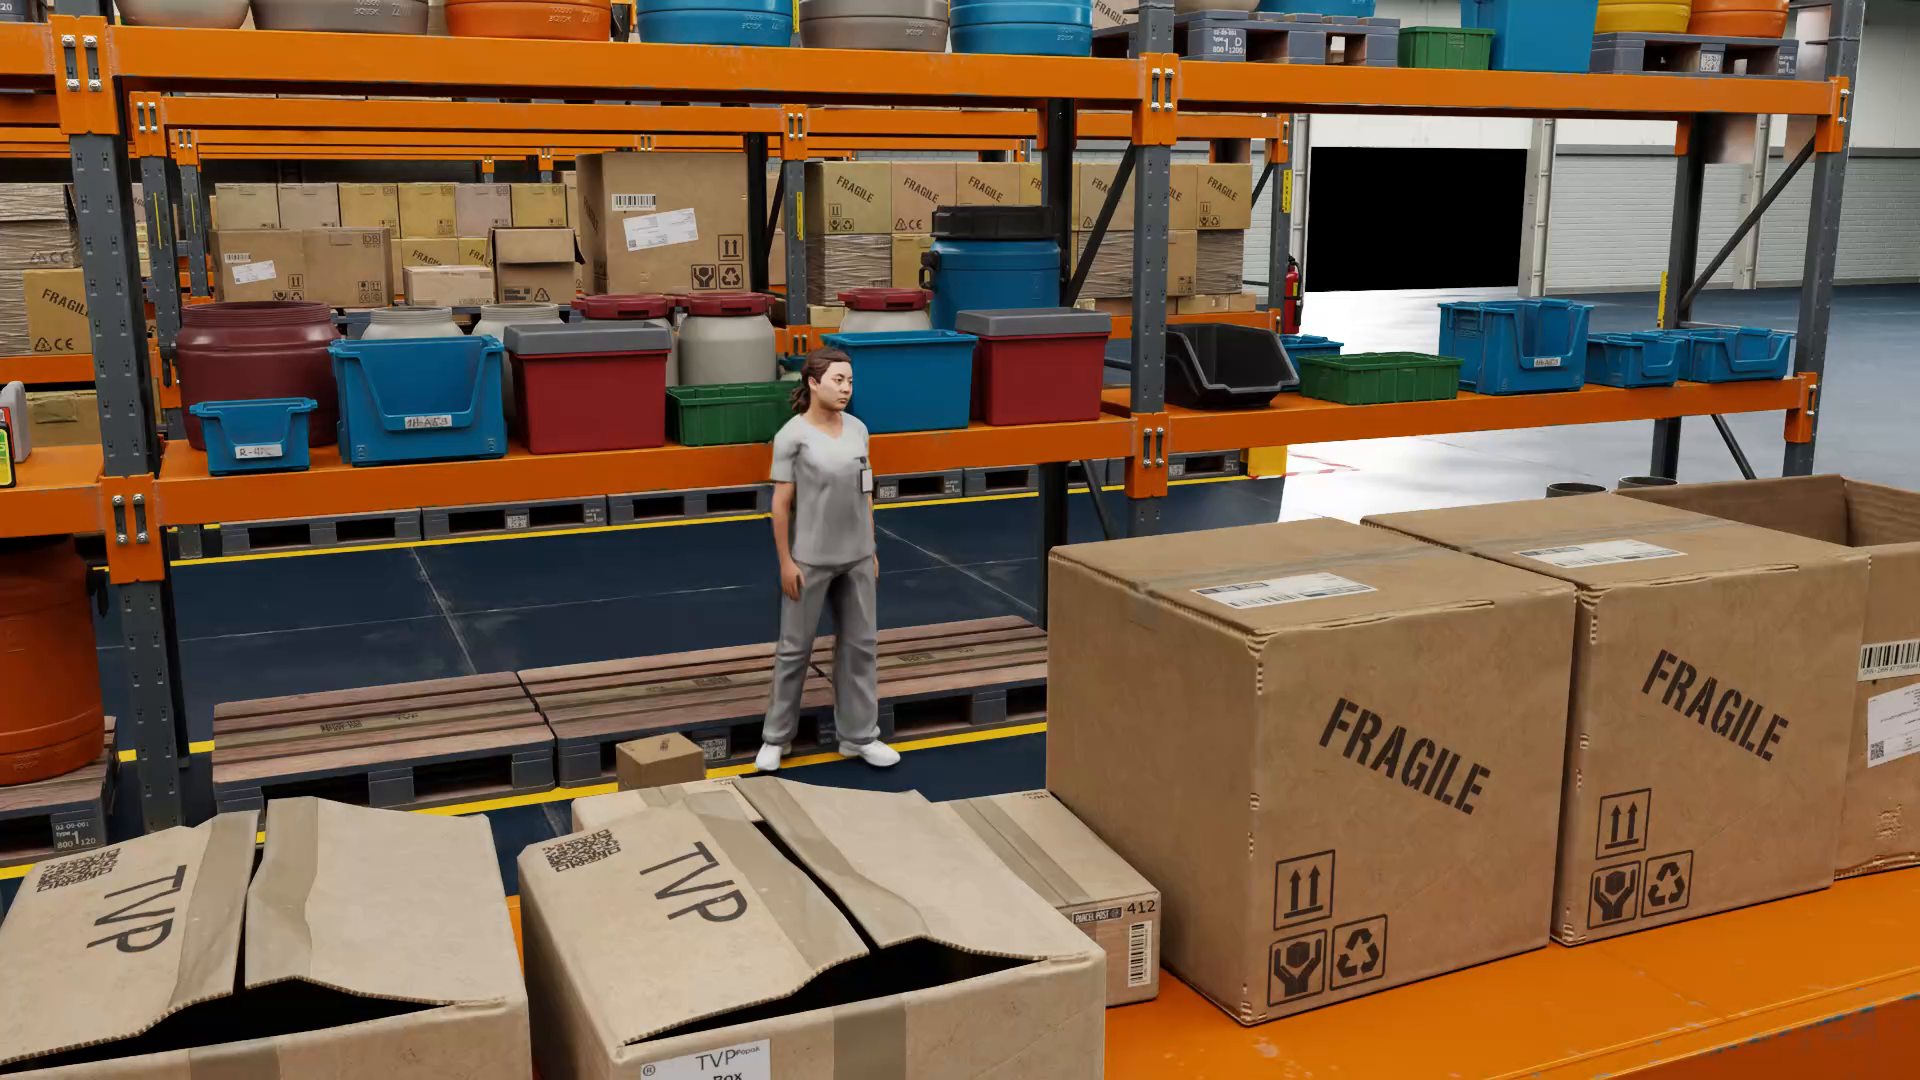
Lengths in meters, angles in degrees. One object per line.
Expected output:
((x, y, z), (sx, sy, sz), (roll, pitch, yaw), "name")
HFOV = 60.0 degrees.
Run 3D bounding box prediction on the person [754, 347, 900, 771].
((-0.567, 0.083, 6.521), (0.549, 1.675, 0.446), (-8, 15, -34), "person")
